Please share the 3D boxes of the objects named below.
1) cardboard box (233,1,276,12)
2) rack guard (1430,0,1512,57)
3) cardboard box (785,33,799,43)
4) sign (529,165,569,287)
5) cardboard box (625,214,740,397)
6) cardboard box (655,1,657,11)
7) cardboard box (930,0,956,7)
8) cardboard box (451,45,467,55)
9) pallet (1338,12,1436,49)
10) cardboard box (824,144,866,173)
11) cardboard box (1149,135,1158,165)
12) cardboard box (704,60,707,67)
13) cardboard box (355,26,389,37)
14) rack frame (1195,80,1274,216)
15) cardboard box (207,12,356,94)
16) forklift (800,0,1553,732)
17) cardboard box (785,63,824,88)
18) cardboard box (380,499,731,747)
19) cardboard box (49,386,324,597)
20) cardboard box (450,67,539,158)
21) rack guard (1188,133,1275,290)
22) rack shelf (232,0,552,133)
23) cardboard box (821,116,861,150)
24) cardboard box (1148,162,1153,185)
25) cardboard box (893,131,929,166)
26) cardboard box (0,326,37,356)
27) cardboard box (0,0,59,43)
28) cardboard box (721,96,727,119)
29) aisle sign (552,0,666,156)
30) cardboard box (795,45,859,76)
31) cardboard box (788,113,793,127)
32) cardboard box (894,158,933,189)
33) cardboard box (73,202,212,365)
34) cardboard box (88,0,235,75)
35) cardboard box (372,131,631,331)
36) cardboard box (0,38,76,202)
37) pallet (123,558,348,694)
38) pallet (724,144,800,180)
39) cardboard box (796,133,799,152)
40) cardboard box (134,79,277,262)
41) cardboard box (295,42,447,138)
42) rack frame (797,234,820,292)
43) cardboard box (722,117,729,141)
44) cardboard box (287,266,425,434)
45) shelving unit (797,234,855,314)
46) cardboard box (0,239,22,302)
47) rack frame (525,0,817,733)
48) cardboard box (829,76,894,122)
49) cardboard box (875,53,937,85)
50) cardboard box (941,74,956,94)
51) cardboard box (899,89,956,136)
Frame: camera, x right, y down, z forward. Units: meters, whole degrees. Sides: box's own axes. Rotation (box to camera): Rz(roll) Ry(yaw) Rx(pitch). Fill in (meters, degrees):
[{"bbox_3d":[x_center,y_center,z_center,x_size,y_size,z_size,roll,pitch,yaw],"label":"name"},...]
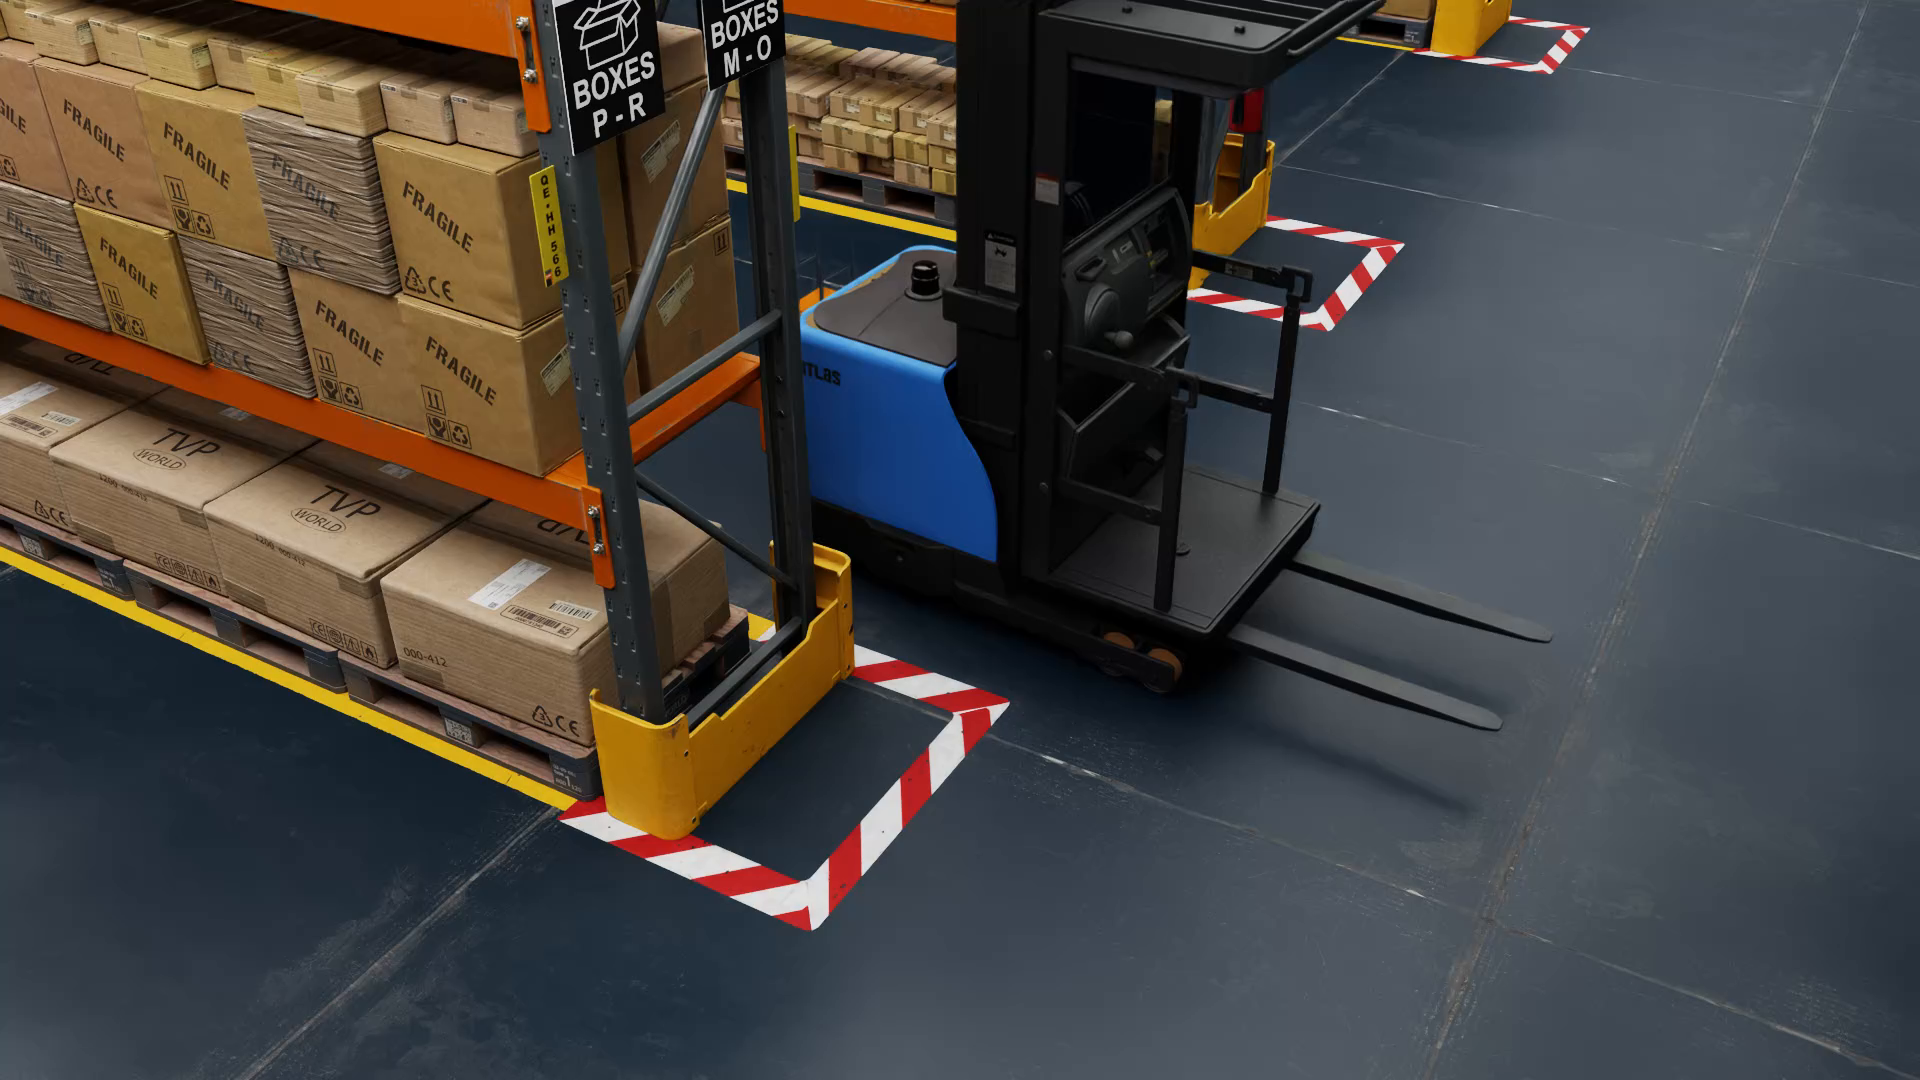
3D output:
[{"bbox_3d":[-2.342,-1.944,5.886,0.250,0.149,0.380,17,37,23],"label":"cardboard box"},{"bbox_3d":[4.092,-4.261,13.198,0.348,0.500,1.175,18,37,24],"label":"rack guard"},{"bbox_3d":[-1.271,-3.261,11.097,0.250,0.149,0.380,18,38,25],"label":"cardboard box"},{"bbox_3d":[-1.127,-0.862,4.580,0.005,0.325,0.100,18,37,24],"label":"sign"},{"bbox_3d":[-1.120,-0.851,5.731,0.500,0.500,0.500,17,37,24],"label":"cardboard box"},{"bbox_3d":[-2.461,-3.514,11.697,0.500,0.500,0.500,19,38,26],"label":"cardboard box"},{"bbox_3d":[0.024,-3.195,9.568,0.250,0.149,0.380,16,37,22],"label":"cardboard box"},{"bbox_3d":[-1.449,-1.662,5.462,0.250,0.149,0.380,19,38,26],"label":"cardboard box"},{"bbox_3d":[3.338,-4.329,13.561,1.213,0.211,1.003,18,37,24],"label":"pallet"},{"bbox_3d":[-0.647,-2.445,10.409,0.250,0.149,0.380,17,37,23],"label":"cardboard box"},{"bbox_3d":[0.937,-2.208,9.516,0.250,0.149,0.380,18,38,25],"label":"cardboard box"},{"bbox_3d":[-1.545,-2.986,10.684,0.250,0.149,0.380,20,38,27],"label":"cardboard box"},{"bbox_3d":[-1.940,-1.773,5.628,0.250,0.149,0.380,18,38,25],"label":"cardboard box"},{"bbox_3d":[1.522,-2.949,8.972,0.127,3.000,1.000,18,37,24],"label":"rack frame"},{"bbox_3d":[-2.145,-1.553,5.298,0.250,0.149,0.380,17,37,24],"label":"cardboard box"},{"bbox_3d":[0.799,-0.973,6.066,3.031,2.935,1.130,20,38,27],"label":"forklift"},{"bbox_3d":[-1.063,-2.879,10.524,0.250,0.149,0.380,17,37,23],"label":"cardboard box"},{"bbox_3d":[-1.469,0.219,6.147,0.875,0.438,0.875,16,37,23],"label":"cardboard box"},{"bbox_3d":[-3.050,-0.277,6.893,0.875,0.438,0.875,16,37,23],"label":"cardboard box"},{"bbox_3d":[-1.257,-1.269,4.872,0.250,0.149,0.380,18,38,25],"label":"cardboard box"},{"bbox_3d":[1.456,-1.929,9.696,0.348,0.500,1.175,18,37,24],"label":"rack guard"},{"bbox_3d":[-2.583,-2.038,5.547,4.000,0.370,1.077,18,37,24],"label":"rack shelf"},{"bbox_3d":[-0.653,-2.569,10.326,0.250,0.149,0.380,17,37,24],"label":"cardboard box"},{"bbox_3d":[0.922,-2.069,9.575,0.250,0.149,0.380,17,37,23],"label":"cardboard box"},{"bbox_3d":[-0.199,-2.426,10.112,0.250,0.149,0.380,20,38,27],"label":"cardboard box"},{"bbox_3d":[-4.897,-1.061,7.676,0.875,0.875,0.875,19,38,26],"label":"cardboard box"},{"bbox_3d":[-3.040,-1.828,5.711,0.250,0.149,0.380,17,37,24],"label":"cardboard box"},{"bbox_3d":[-1.530,-2.881,10.795,0.250,0.149,0.380,18,38,25],"label":"cardboard box"},{"bbox_3d":[-0.937,-1.452,4.379,0.004,0.787,0.394,18,37,24],"label":"aisle sign"},{"bbox_3d":[-0.865,-3.087,10.836,0.250,0.149,0.380,19,38,26],"label":"cardboard box"},{"bbox_3d":[-1.068,-2.756,10.607,0.250,0.149,0.380,16,37,22],"label":"cardboard box"},{"bbox_3d":[-0.199,-2.304,10.197,0.250,0.149,0.380,18,38,25],"label":"cardboard box"},{"bbox_3d":[-2.731,-1.004,5.961,0.500,0.500,0.500,19,38,26],"label":"cardboard box"},{"bbox_3d":[-2.611,-1.675,5.481,0.250,0.149,0.380,19,38,26],"label":"cardboard box"},{"bbox_3d":[-1.383,-1.015,5.075,0.500,0.500,0.500,19,38,26],"label":"cardboard box"},{"bbox_3d":[-3.151,-1.561,5.896,0.500,0.500,0.500,18,38,25],"label":"cardboard box"},{"bbox_3d":[-2.634,0.103,6.904,1.213,0.211,1.003,18,37,24],"label":"pallet"},{"bbox_3d":[-1.350,-2.721,11.145,1.213,0.211,1.003,18,37,24],"label":"pallet"},{"bbox_3d":[-1.076,-2.620,10.671,0.250,0.149,0.380,17,37,23],"label":"cardboard box"},{"bbox_3d":[-2.279,-1.282,5.477,0.500,0.500,0.500,17,37,24],"label":"cardboard box"},{"bbox_3d":[-1.755,-1.358,5.005,0.250,0.149,0.380,17,37,24],"label":"cardboard box"},{"bbox_3d":[-0.666,-0.738,7.276,0.006,1.200,0.240,20,38,27],"label":"rack frame"},{"bbox_3d":[-1.563,-2.709,10.805,0.250,0.149,0.380,19,38,26],"label":"cardboard box"},{"bbox_3d":[-1.824,-0.731,5.551,0.500,0.500,0.500,17,37,23],"label":"cardboard box"},{"bbox_3d":[-0.589,-0.710,7.234,0.189,1.200,0.258,20,38,27],"label":"shelving unit"},{"bbox_3d":[-3.607,-1.285,6.384,0.500,0.500,0.500,18,38,25],"label":"cardboard box"},{"bbox_3d":[-0.846,-0.539,5.353,0.127,3.000,1.000,18,37,24],"label":"rack frame"},{"bbox_3d":[-0.605,-2.735,10.307,0.250,0.149,0.380,16,37,22],"label":"cardboard box"},{"bbox_3d":[-0.344,-2.989,10.688,0.250,0.149,0.380,16,37,23],"label":"cardboard box"},{"bbox_3d":[0.084,-2.845,10.472,0.250,0.149,0.380,18,38,25],"label":"cardboard box"},{"bbox_3d":[-0.169,-2.590,10.089,0.250,0.149,0.380,16,37,23],"label":"cardboard box"}]
